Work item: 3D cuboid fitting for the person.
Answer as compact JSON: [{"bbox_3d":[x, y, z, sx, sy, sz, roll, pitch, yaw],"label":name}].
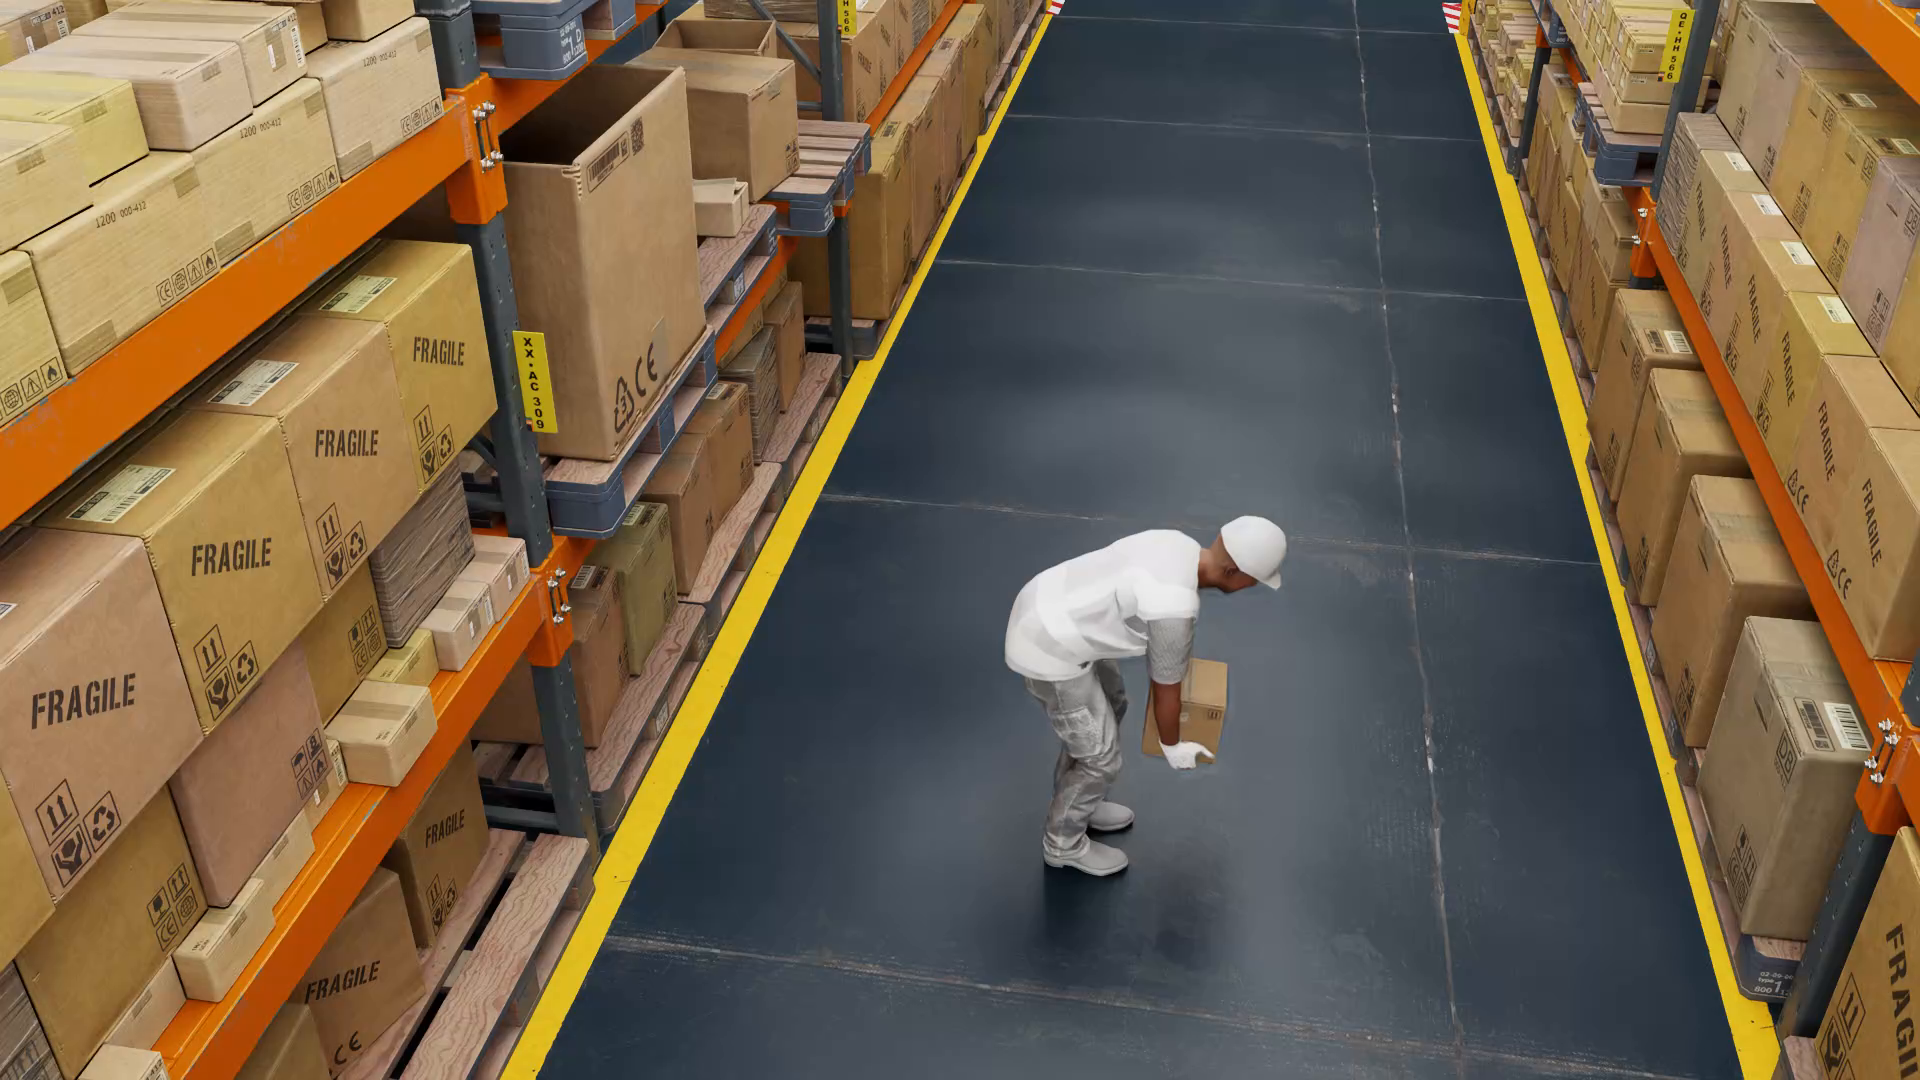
[{"bbox_3d":[0.599,0.504,5.674,0.894,1.398,0.494,4,32,7],"label":"person"}]
